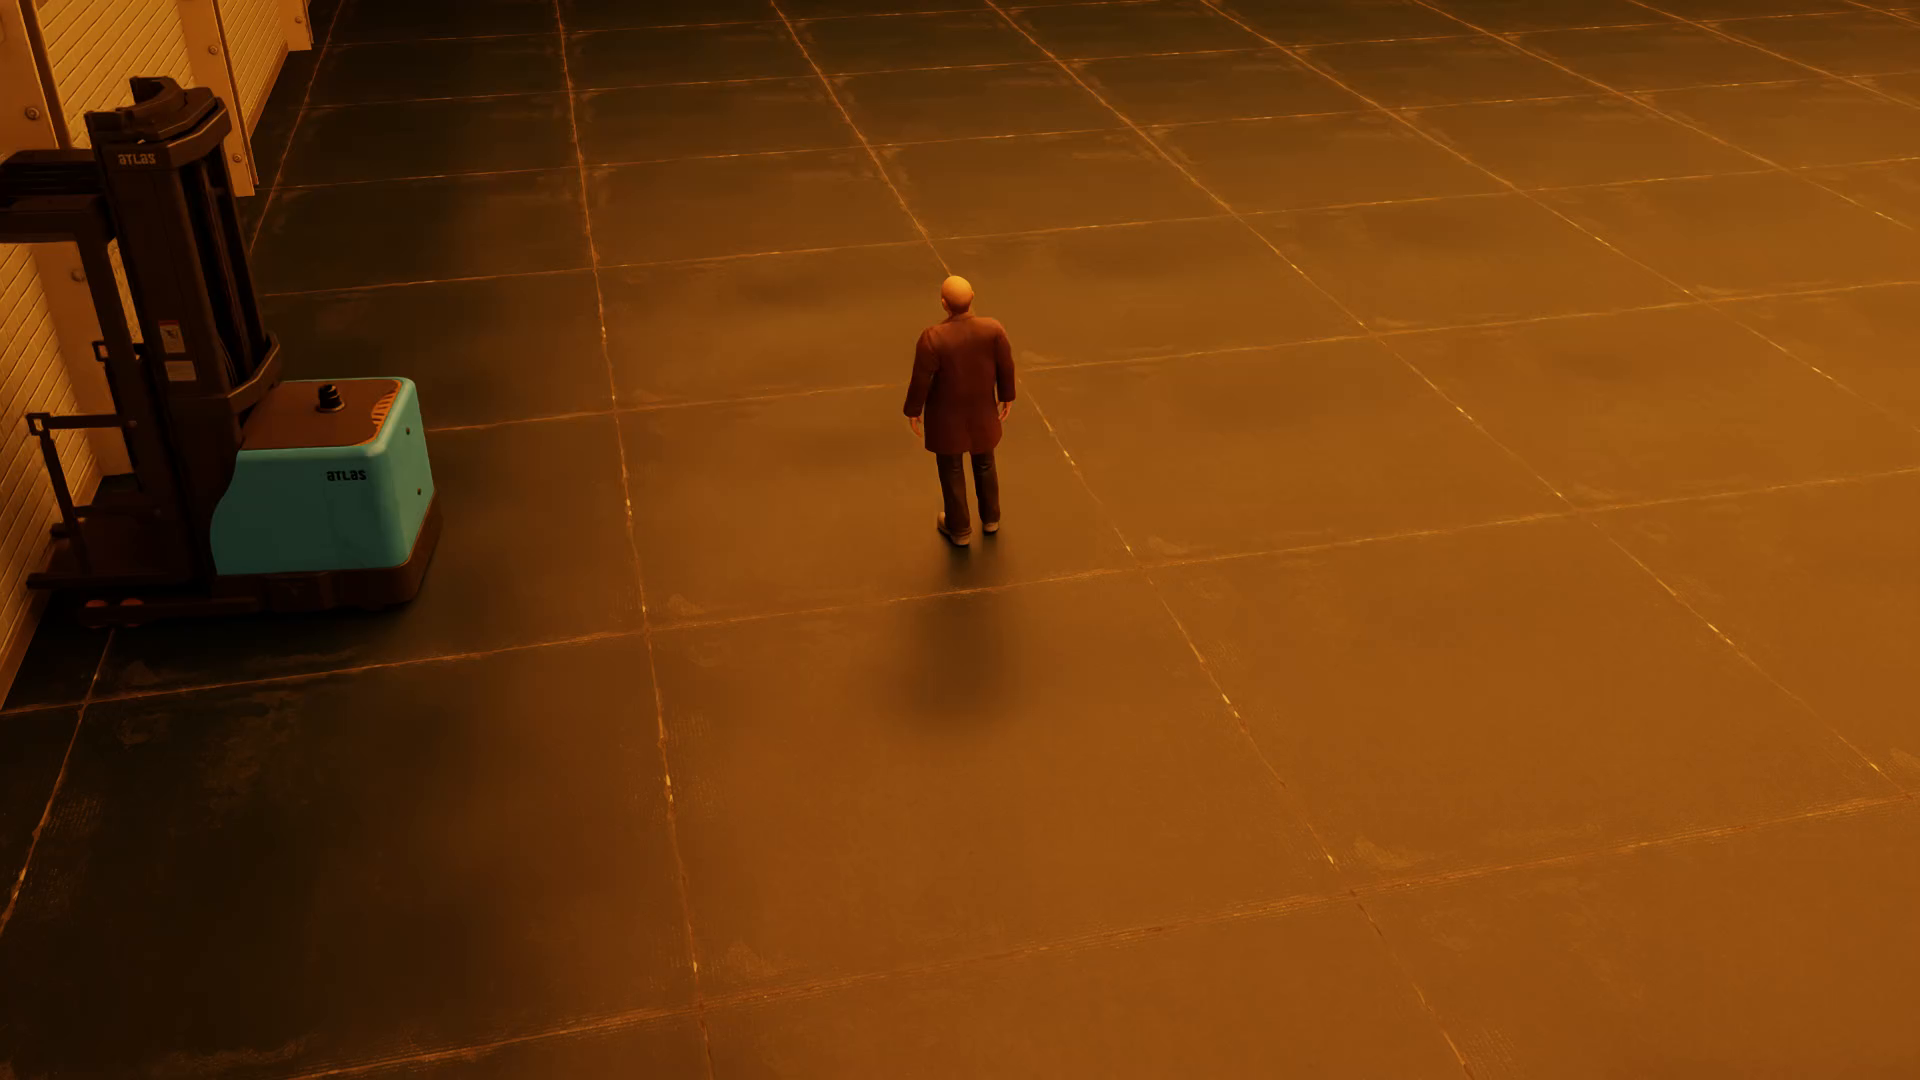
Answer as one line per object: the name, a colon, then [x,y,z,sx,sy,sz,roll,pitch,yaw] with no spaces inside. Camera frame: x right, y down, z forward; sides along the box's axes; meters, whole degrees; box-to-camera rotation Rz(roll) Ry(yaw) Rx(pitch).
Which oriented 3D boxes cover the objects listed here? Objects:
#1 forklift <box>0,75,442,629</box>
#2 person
forklift: [-4.751,-1.032,9.357,3.031,2.935,1.130,-3,30,-4]
person: [-0.018,-0.821,10.129,0.698,1.778,0.579,-7,31,-12]
